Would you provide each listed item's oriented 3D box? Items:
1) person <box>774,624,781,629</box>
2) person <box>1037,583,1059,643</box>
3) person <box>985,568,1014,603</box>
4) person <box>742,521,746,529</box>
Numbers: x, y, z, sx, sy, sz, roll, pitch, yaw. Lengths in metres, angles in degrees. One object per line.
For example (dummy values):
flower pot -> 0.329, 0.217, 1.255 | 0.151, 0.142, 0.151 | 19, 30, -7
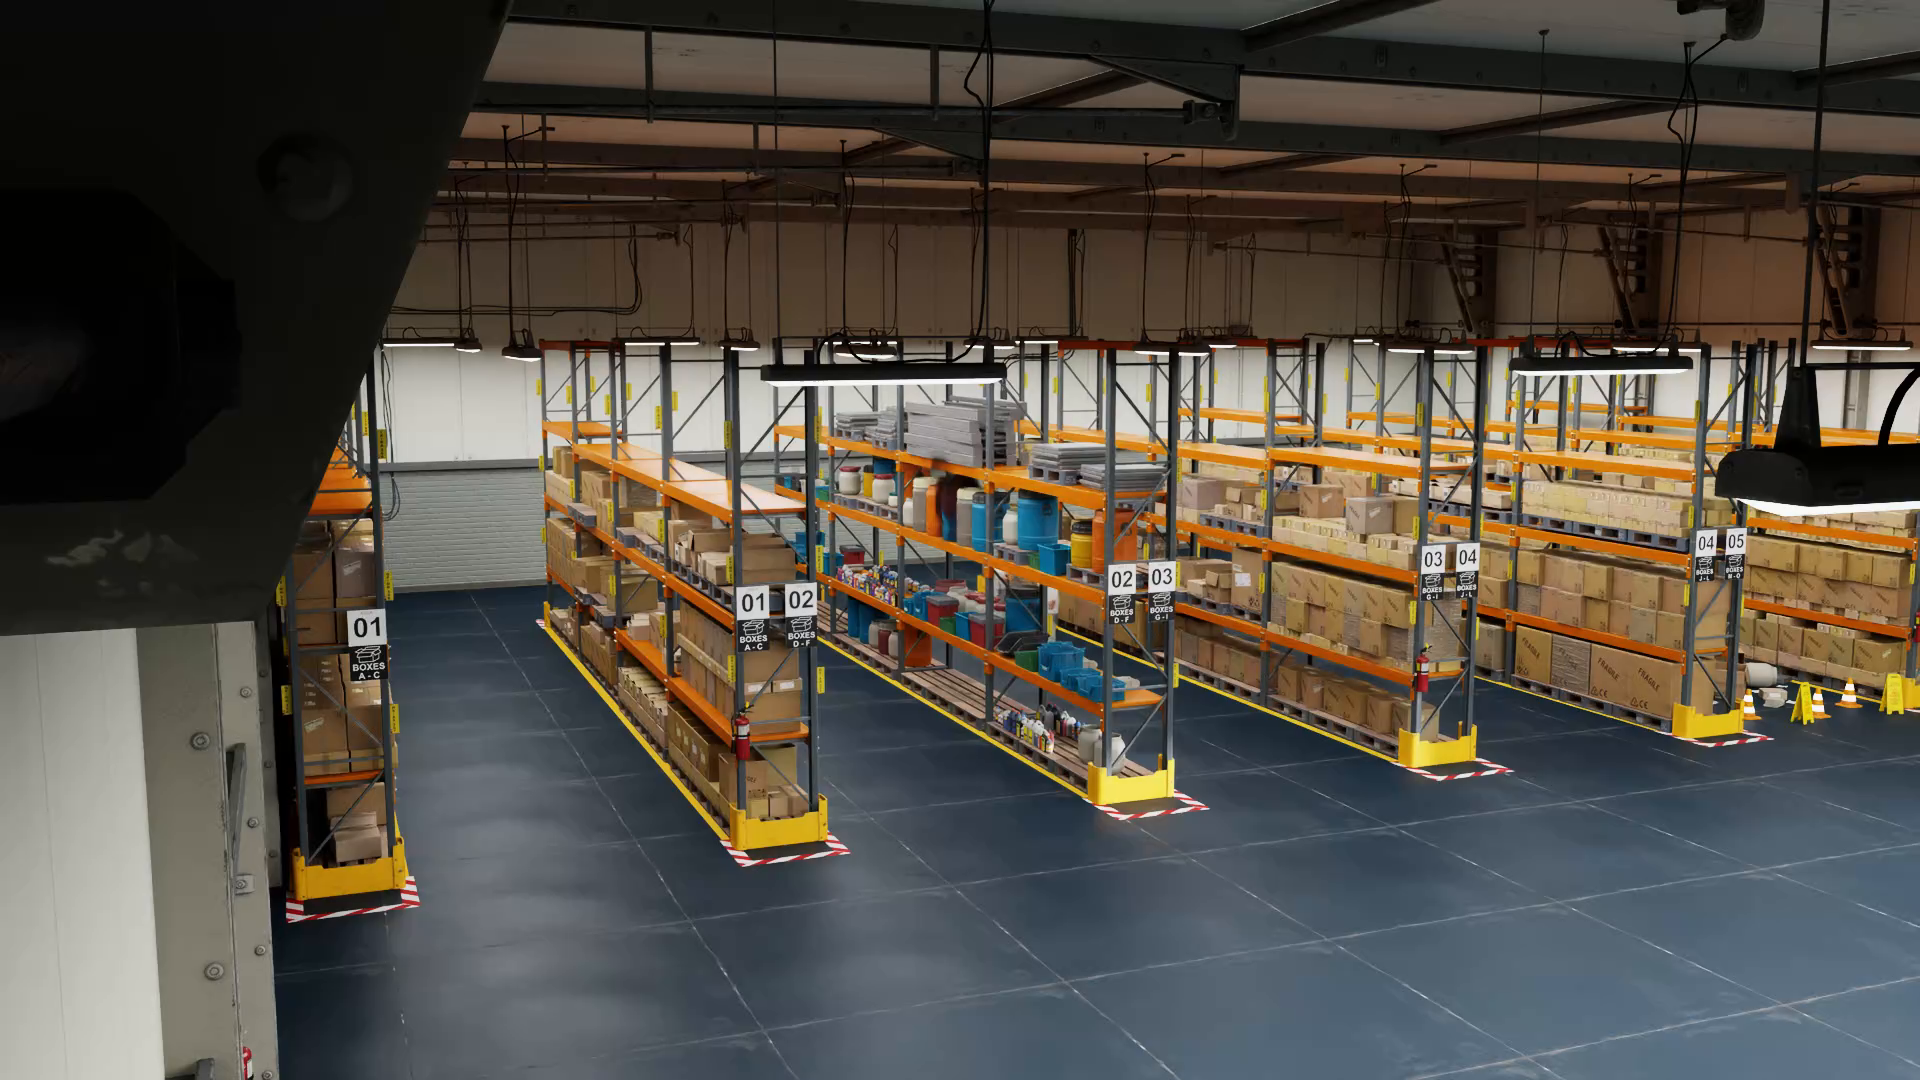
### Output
person -> -3.552, 1.514, 31.117 | 0.434, 1.551, 0.805 | -3, 8, -23
person -> 1.678, 1.205, 32.558 | 0.476, 1.784, 0.616 | -5, 9, -32
person -> 0.824, 1.039, 34.721 | 0.591, 1.689, 0.746 | -2, 8, -15
person -> -5.113, 0.411, 38.943 | 1.044, 1.750, 0.649 | 0, 7, -4
